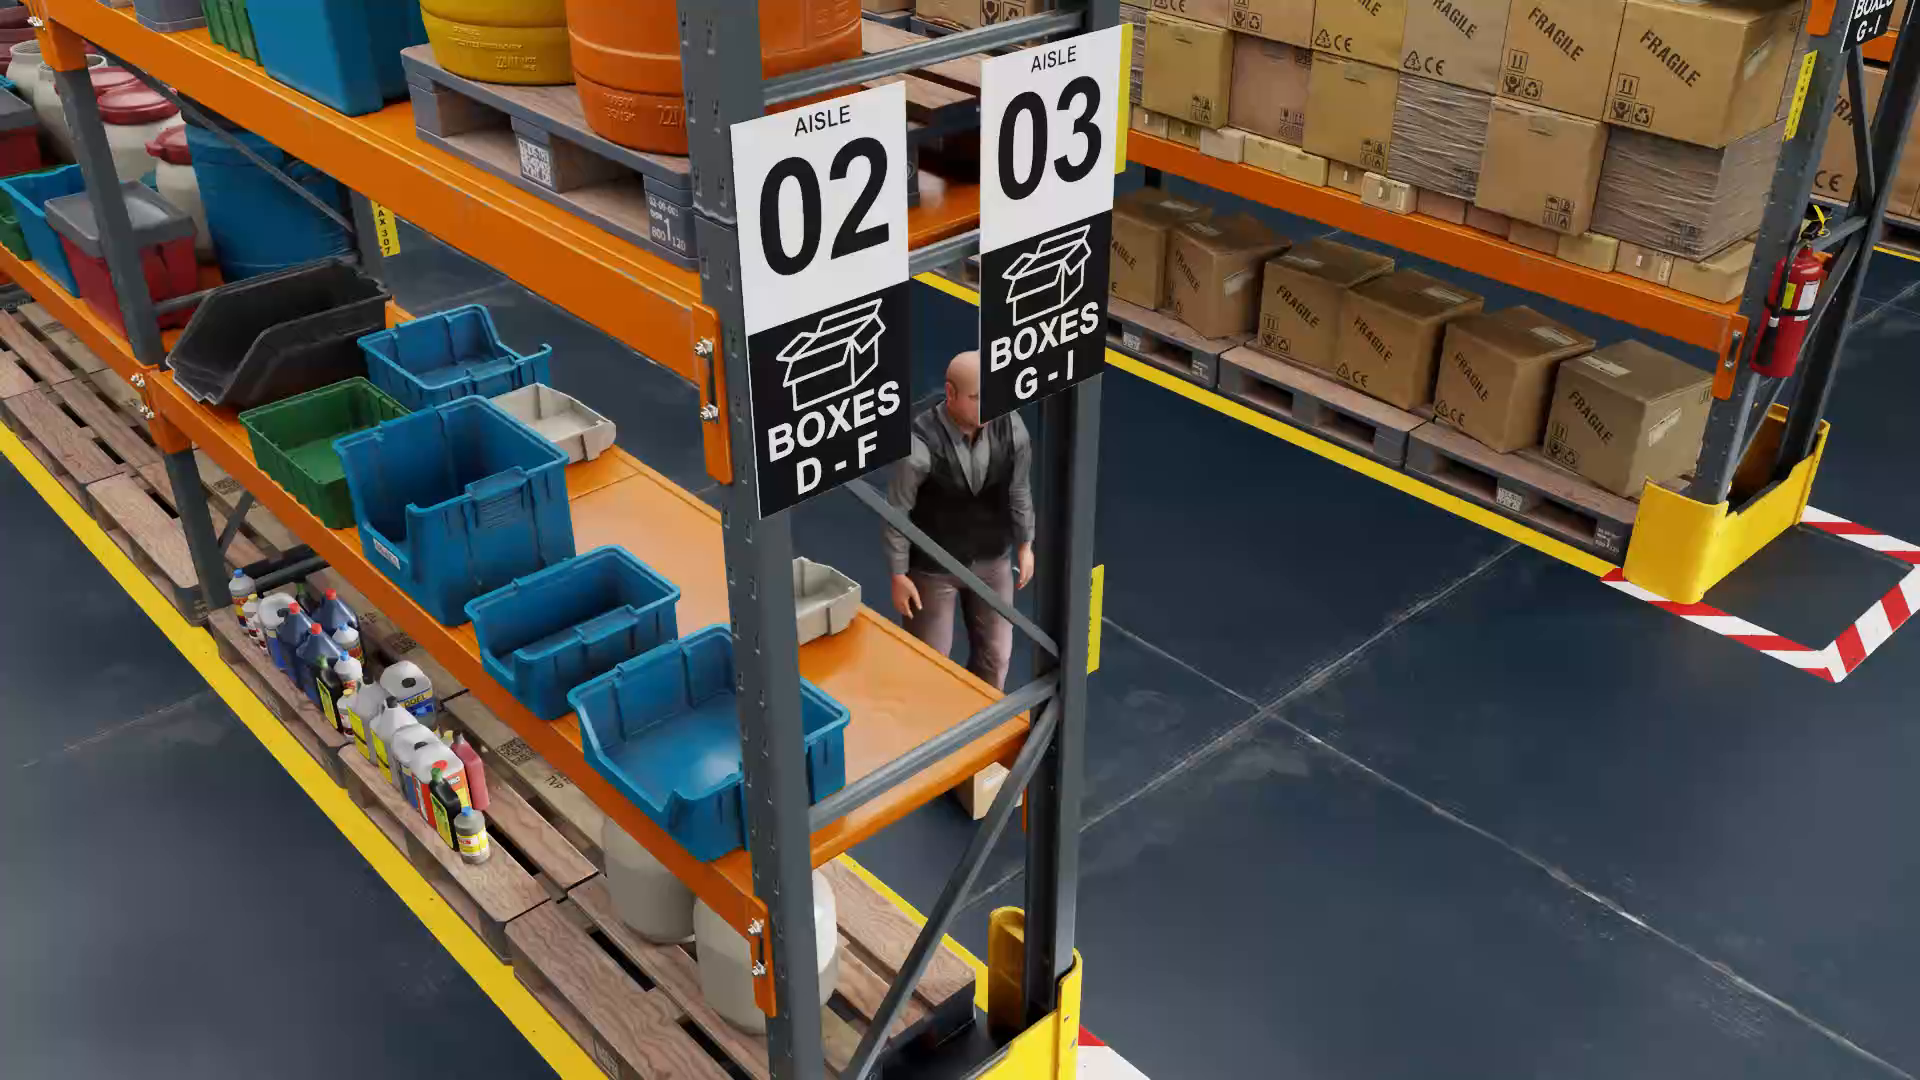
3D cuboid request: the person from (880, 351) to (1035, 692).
[{"bbox_3d":[0.002,0.093,6.007,0.588,1.721,0.463,-14,34,-21],"label":"person"}]
